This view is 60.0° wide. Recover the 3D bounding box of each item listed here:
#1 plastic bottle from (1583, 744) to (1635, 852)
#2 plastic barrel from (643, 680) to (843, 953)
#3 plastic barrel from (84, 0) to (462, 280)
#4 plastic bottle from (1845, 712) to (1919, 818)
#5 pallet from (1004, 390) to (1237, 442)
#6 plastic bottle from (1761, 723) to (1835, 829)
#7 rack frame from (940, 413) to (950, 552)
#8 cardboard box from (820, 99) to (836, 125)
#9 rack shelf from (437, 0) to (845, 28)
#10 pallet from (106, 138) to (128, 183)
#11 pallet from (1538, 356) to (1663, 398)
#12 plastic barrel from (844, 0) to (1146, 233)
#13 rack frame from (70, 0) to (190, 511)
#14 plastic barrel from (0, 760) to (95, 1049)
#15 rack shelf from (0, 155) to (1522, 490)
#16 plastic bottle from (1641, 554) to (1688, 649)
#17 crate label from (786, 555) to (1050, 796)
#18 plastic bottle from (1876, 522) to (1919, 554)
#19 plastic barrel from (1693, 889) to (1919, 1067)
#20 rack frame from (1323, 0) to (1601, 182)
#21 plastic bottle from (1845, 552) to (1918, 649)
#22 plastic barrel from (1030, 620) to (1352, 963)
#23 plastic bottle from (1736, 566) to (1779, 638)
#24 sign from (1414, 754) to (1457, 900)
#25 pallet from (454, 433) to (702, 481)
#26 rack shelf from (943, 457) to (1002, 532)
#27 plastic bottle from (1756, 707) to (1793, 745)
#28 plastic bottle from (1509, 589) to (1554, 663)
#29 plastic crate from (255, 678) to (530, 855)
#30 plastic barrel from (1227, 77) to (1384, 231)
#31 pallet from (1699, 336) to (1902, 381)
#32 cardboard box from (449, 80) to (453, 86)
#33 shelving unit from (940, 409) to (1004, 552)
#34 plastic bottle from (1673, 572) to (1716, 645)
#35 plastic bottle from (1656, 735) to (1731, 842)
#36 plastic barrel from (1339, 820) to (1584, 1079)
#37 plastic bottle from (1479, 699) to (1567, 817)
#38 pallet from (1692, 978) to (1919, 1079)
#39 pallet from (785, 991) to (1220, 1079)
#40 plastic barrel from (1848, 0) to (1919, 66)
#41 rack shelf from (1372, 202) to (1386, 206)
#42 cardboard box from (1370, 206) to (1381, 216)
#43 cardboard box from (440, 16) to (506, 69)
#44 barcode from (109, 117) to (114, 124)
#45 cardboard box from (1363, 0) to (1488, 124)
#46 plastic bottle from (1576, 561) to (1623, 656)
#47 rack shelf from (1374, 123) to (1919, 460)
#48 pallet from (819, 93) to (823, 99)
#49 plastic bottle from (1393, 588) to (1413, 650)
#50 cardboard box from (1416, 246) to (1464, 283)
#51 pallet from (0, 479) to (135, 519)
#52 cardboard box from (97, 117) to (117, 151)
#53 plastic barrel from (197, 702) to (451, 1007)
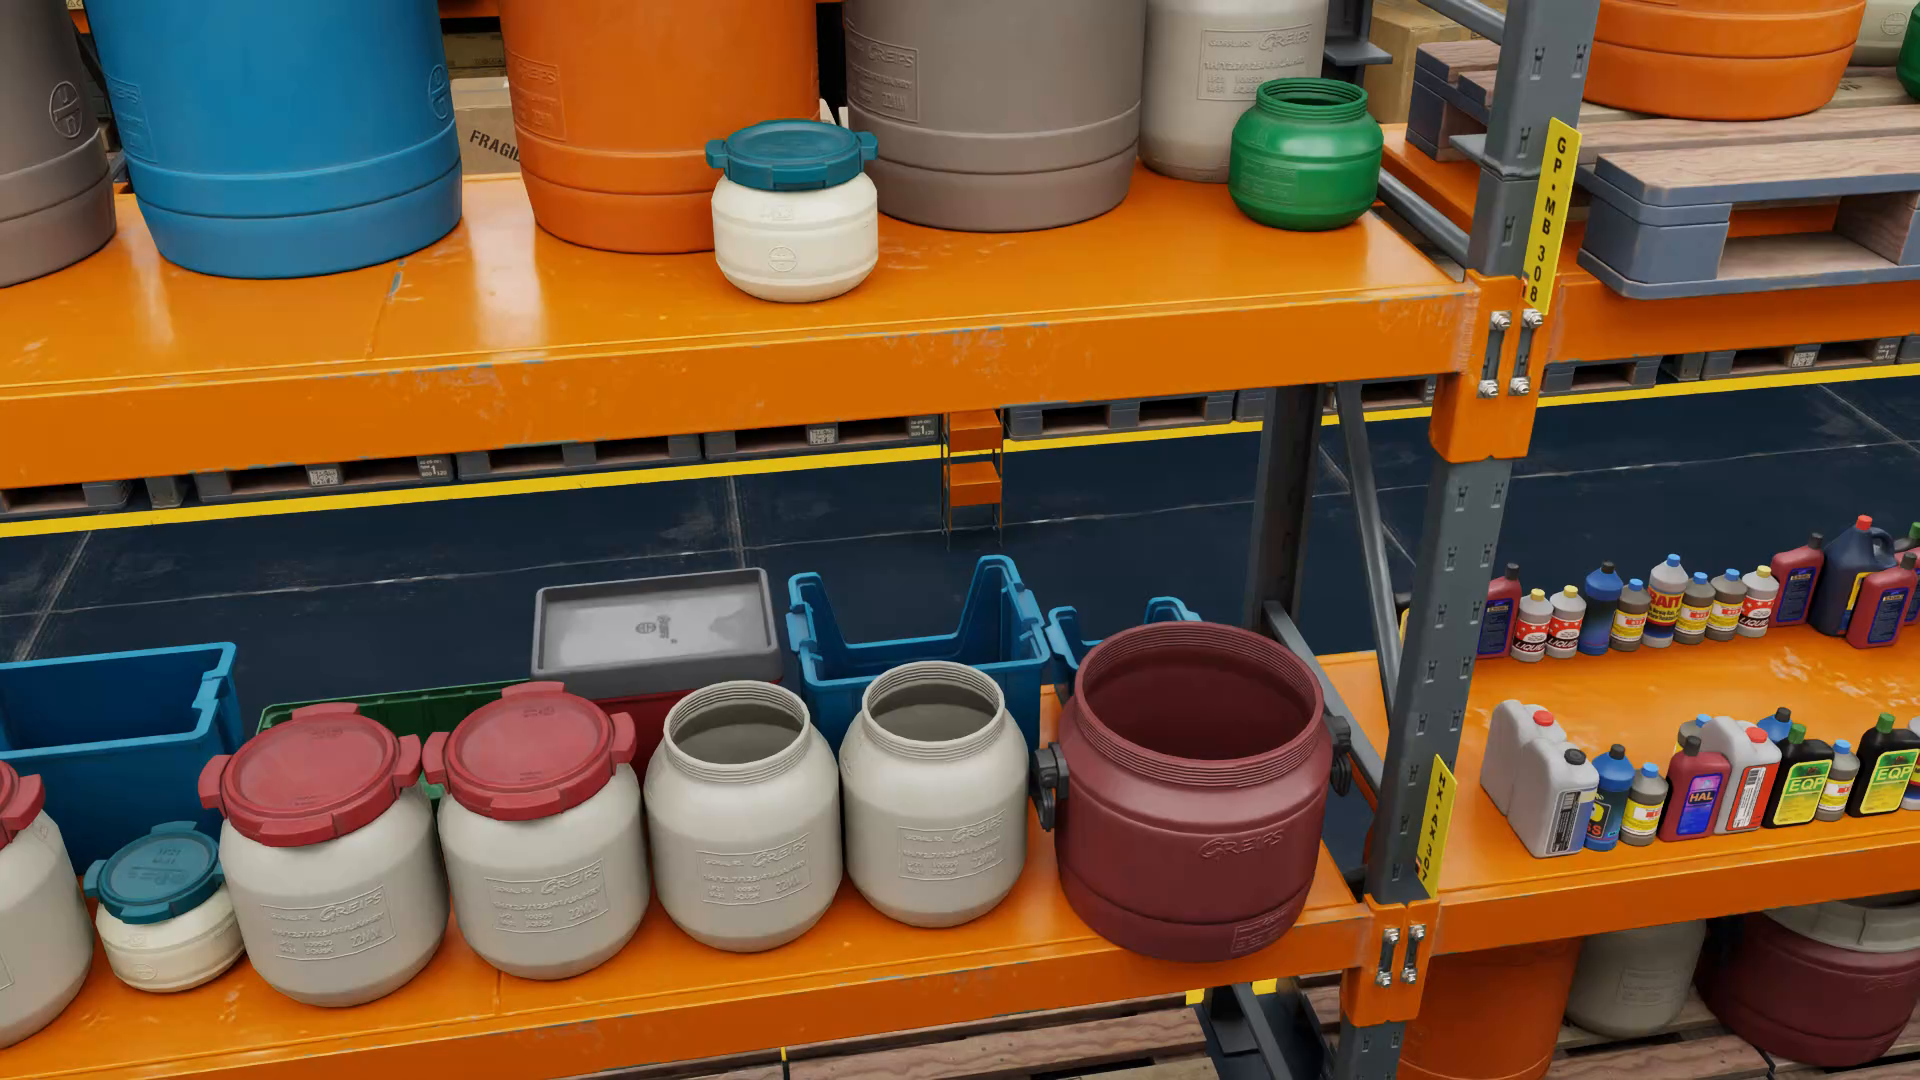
[{"bbox_3d":[1.519,0.596,3.904,0.097,0.271,0.097,0,30,0],"label":"plastic bottle"},{"bbox_3d":[-0.472,0.606,3.649,0.421,0.512,0.421,0,30,0],"label":"plastic barrel"},{"bbox_3d":[-1.271,-1.002,3.041,0.708,0.901,0.600,-5,31,-9],"label":"plastic barrel"},{"bbox_3d":[2.222,0.535,3.996,0.133,0.283,0.061,-5,31,-9],"label":"plastic bottle"},{"bbox_3d":[0.768,-0.901,9.075,1.213,0.211,1.003,-5,31,-9],"label":"pallet"},{"bbox_3d":[1.995,0.556,3.960,0.133,0.283,0.061,-5,31,-9],"label":"plastic bottle"},{"bbox_3d":[-0.067,-0.446,7.473,0.008,1.050,0.200,-5,31,-9],"label":"rack frame"},{"bbox_3d":[-0.887,-2.031,8.332,0.500,0.311,0.500,-6,31,-10],"label":"cardboard box"},{"bbox_3d":[-2.836,-4.031,12.356,4.000,0.370,1.077,-5,31,-9],"label":"rack shelf"},{"bbox_3d":[-6.660,-2.764,12.243,1.213,0.211,1.003,-5,31,-9],"label":"pallet"},{"bbox_3d":[3.169,-1.124,9.454,1.213,0.211,1.003,-5,31,-9],"label":"pallet"},{"bbox_3d":[0.069,-1.127,3.253,0.600,0.901,0.600,0,30,0],"label":"plastic barrel"},{"bbox_3d":[-3.907,-1.689,7.663,0.127,3.000,1.000,-5,31,-9],"label":"rack frame"},{"bbox_3d":[-2.038,0.744,3.391,0.433,0.535,0.433,0,30,0],"label":"plastic barrel"},{"bbox_3d":[-1.052,-0.385,3.195,4.000,0.370,1.077,-5,31,-9],"label":"rack shelf"},{"bbox_3d":[1.964,0.164,4.639,0.097,0.271,0.097,0,30,0],"label":"plastic bottle"},{"bbox_3d":[-0.110,0.356,4.150,0.616,0.435,0.502,-5,31,-9],"label":"crate label"},{"bbox_3d":[2.674,0.083,4.765,0.133,0.283,0.061,-5,31,-9],"label":"plastic bottle"},{"bbox_3d":[2.505,1.118,4.854,0.708,0.588,0.600,-5,31,-9],"label":"plastic barrel"},{"bbox_3d":[0.916,-2.170,2.563,0.127,3.000,1.000,-5,31,-9],"label":"rack frame"},{"bbox_3d":[2.569,0.167,4.622,0.133,0.283,0.061,-5,31,-9],"label":"plastic bottle"},{"bbox_3d":[0.514,0.551,3.720,0.708,0.536,0.600,-5,31,-9],"label":"plastic barrel"},{"bbox_3d":[2.251,0.167,4.703,0.097,0.201,0.097,0,30,0],"label":"plastic bottle"},{"bbox_3d":[1.022,0.619,3.577,0.005,0.325,0.100,-5,31,-9],"label":"sign"},{"bbox_3d":[-1.987,-0.687,8.710,1.213,0.211,1.003,-5,31,-9],"label":"pallet"},{"bbox_3d":[0.053,-0.209,7.638,0.240,0.259,0.215,-5,31,-9],"label":"rack shelf"},{"bbox_3d":[1.963,0.523,4.028,0.097,0.271,0.097,0,30,0],"label":"plastic bottle"},{"bbox_3d":[1.581,0.229,4.597,0.097,0.201,0.097,0,30,0],"label":"plastic bottle"},{"bbox_3d":[-1.357,0.573,4.026,0.662,0.188,0.450,-5,31,-9],"label":"plastic crate"},{"bbox_3d":[0.682,-0.762,3.281,0.294,0.245,0.294,0,30,0],"label":"plastic barrel"},{"bbox_3d":[4.638,-1.279,9.718,1.213,0.211,1.003,-5,31,-9],"label":"pallet"},{"bbox_3d":[-2.631,-1.842,7.825,0.500,0.500,0.500,-3,31,-5],"label":"cardboard box"},{"bbox_3d":[0.053,-0.457,7.492,0.252,1.050,0.215,-5,31,-9],"label":"shelving unit"},{"bbox_3d":[2.059,0.185,4.672,0.097,0.201,0.097,0,30,0],"label":"plastic bottle"},{"bbox_3d":[1.731,0.580,3.919,0.133,0.283,0.061,-5,31,-9],"label":"plastic bottle"},{"bbox_3d":[1.394,1.117,4.618,0.708,0.830,0.600,-5,31,-9],"label":"plastic barrel"},{"bbox_3d":[1.372,0.515,4.037,0.135,0.276,0.152,-5,31,-9],"label":"plastic bottle"},{"bbox_3d":[2.881,1.415,5.135,1.213,0.211,1.003,-5,31,-9],"label":"pallet"},{"bbox_3d":[0.147,1.669,4.703,1.213,0.211,1.003,-5,31,-9],"label":"pallet"},{"bbox_3d":[1.944,-1.170,3.543,0.301,0.262,0.301,0,30,0],"label":"plastic barrel"},{"bbox_3d":[1.995,-1.927,8.777,4.000,0.370,1.077,-5,31,-9],"label":"rack shelf"},{"bbox_3d":[1.965,-1.795,9.135,0.500,0.250,0.500,-6,31,-10],"label":"cardboard box"},{"bbox_3d":[-3.650,-3.711,12.395,0.500,0.250,0.500,-6,31,-10],"label":"cardboard box"},{"bbox_3d":[-6.278,-3.113,12.353,0.075,0.075,0.001,-5,31,-9],"label":"barcode"},{"bbox_3d":[2.235,-2.451,8.447,0.500,0.500,0.700,-13,33,-21],"label":"cardboard box"},{"bbox_3d":[1.772,0.181,4.609,0.097,0.271,0.097,0,30,0],"label":"plastic bottle"},{"bbox_3d":[2.883,-0.750,3.816,4.000,0.370,1.077,-5,31,-9],"label":"rack shelf"},{"bbox_3d":[-1.638,-3.251,13.071,1.213,0.211,1.003,-5,31,-9],"label":"pallet"},{"bbox_3d":[1.237,0.216,4.538,0.133,0.283,0.061,-5,31,-9],"label":"plastic bottle"},{"bbox_3d":[2.547,-1.257,8.961,0.500,0.500,0.500,-5,31,-8],"label":"cardboard box"},{"bbox_3d":[-4.697,-0.435,8.282,1.213,0.211,1.003,-5,31,-9],"label":"pallet"},{"bbox_3d":[-6.380,-2.983,12.243,0.250,0.149,0.380,-8,31,-13],"label":"cardboard box"},{"bbox_3d":[-1.317,0.677,3.505,0.433,0.535,0.433,0,30,0],"label":"plastic barrel"}]
